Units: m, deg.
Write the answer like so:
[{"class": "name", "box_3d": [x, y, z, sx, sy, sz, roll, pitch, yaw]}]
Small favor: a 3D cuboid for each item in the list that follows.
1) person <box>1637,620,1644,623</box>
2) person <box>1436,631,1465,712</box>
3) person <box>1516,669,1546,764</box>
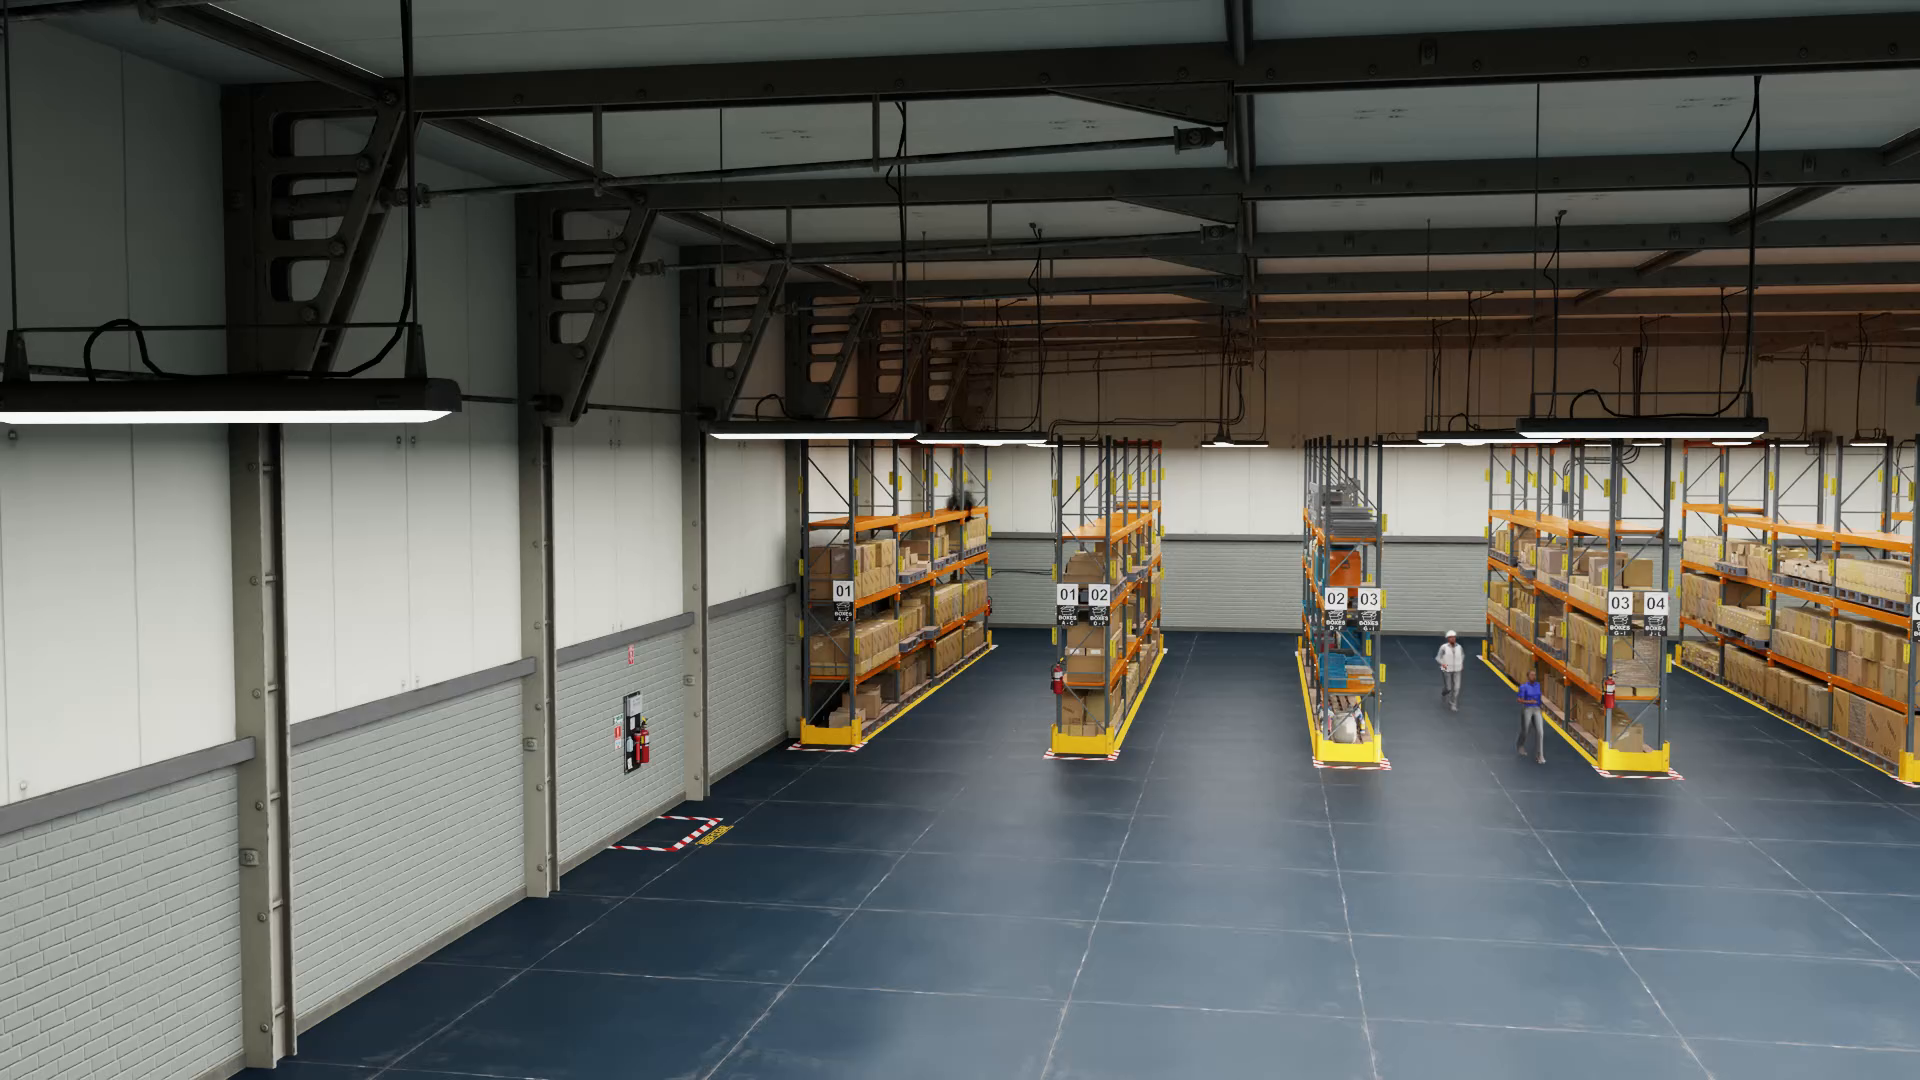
[{"class": "person", "box_3d": [17.772, 2.544, 43.508, 0.587, 1.671, 0.891, 1, 3, 17]}, {"class": "person", "box_3d": [10.851, 2.878, 36.739, 0.661, 1.755, 0.773, 0, 3, -1]}, {"class": "person", "box_3d": [10.527, 3.230, 30.698, 0.569, 1.701, 0.859, 0, 3, -6]}]
